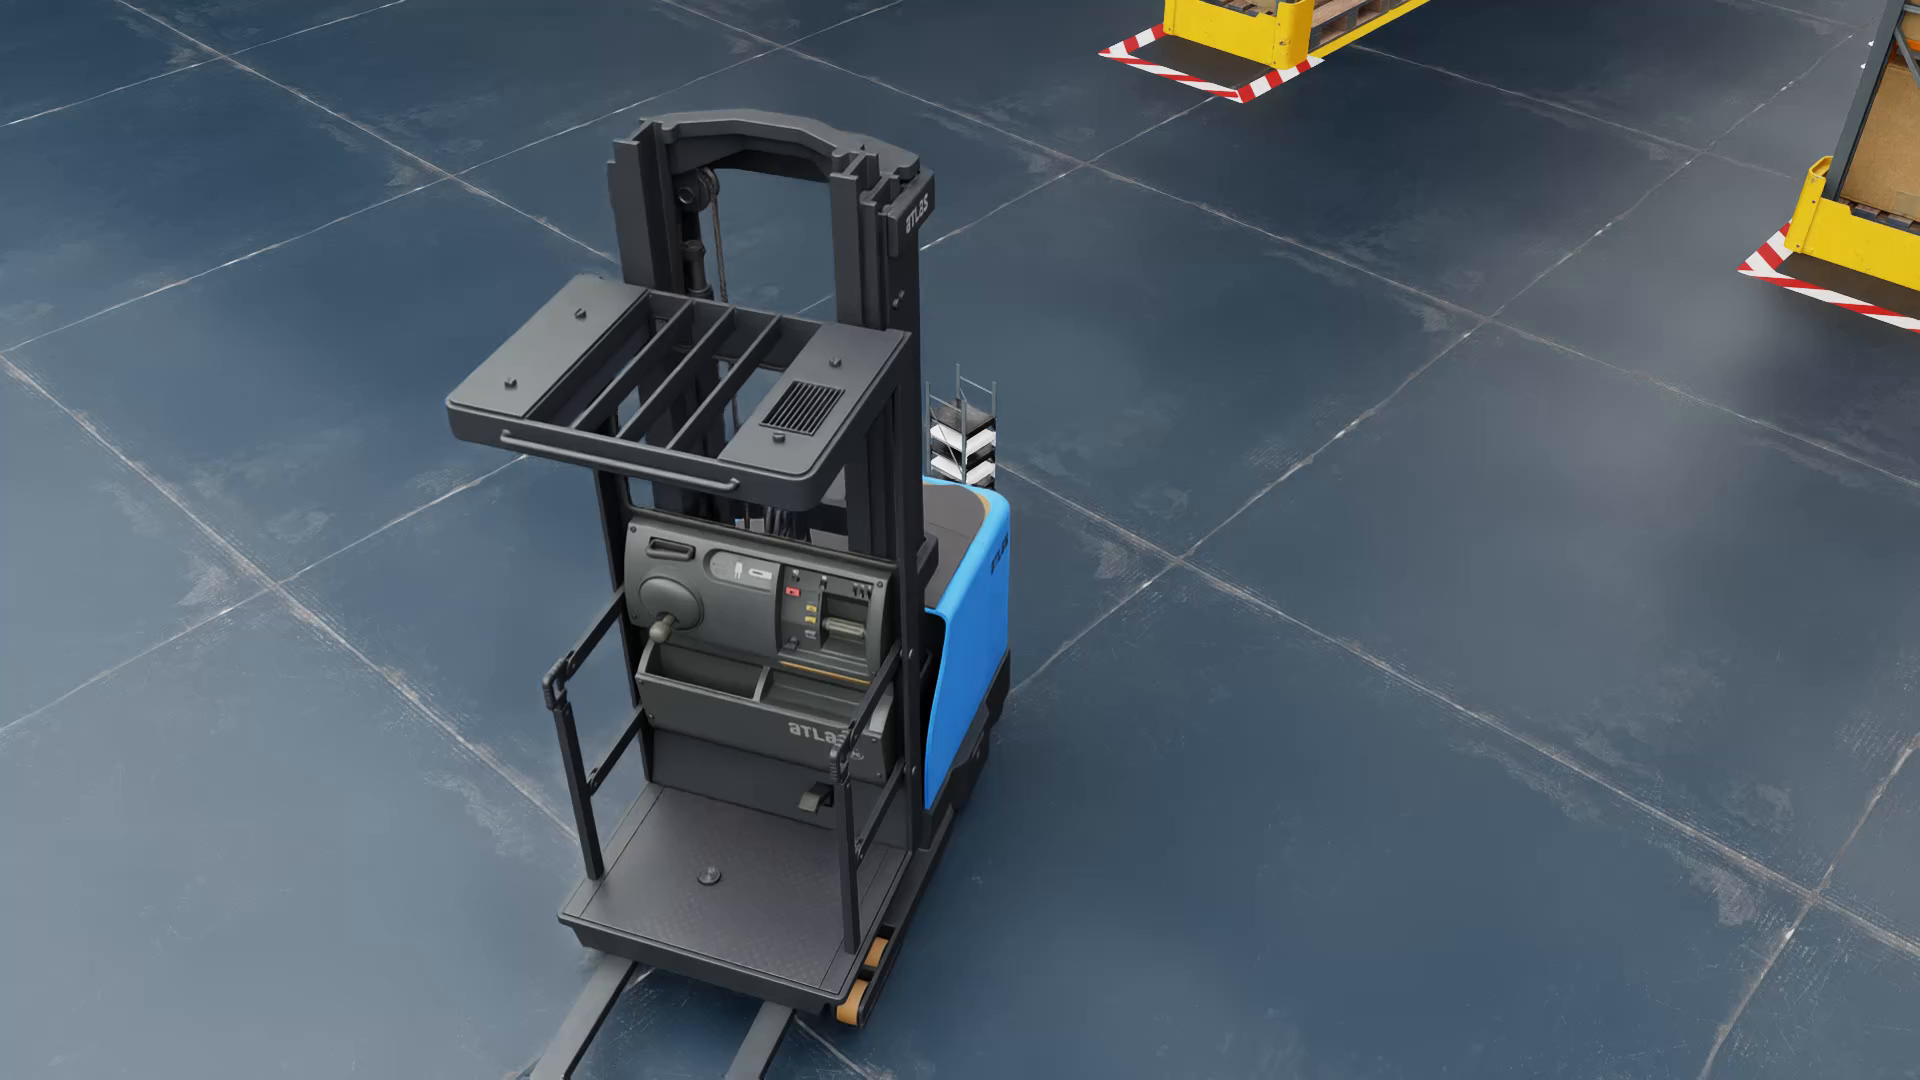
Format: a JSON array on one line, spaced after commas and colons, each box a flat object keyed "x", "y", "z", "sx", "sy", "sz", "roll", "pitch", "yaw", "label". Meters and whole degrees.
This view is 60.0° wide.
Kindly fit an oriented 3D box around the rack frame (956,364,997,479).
[{"x": 0.074, "y": -0.403, "z": 7.817, "sx": 0.240, "sy": 0.900, "sz": 0.006, "roll": 30, "pitch": 47, "yaw": 32, "label": "rack frame"}]

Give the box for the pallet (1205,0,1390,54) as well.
[{"x": 2.689, "y": -4.272, "z": 13.236, "sx": 1.003, "sy": 0.211, "sz": 1.213, "roll": 30, "pitch": 47, "yaw": 32, "label": "pallet"}]

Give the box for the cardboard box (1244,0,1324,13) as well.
[{"x": 2.497, "y": -4.435, "z": 12.872, "sx": 0.500, "sy": 0.500, "sz": 0.500, "roll": -25, "pitch": 45, "yaw": -28, "label": "cardboard box"}]

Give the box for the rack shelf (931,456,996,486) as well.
[{"x": 0.005, "y": -0.330, "z": 7.779, "sx": 0.258, "sy": 0.077, "sz": 0.200, "roll": 30, "pitch": 47, "yaw": 32, "label": "rack shelf"}]

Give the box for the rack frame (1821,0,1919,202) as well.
[{"x": 5.657, "y": -2.841, "z": 9.196, "sx": 1.000, "sy": 3.000, "sz": 0.127, "roll": 30, "pitch": 47, "yaw": 32, "label": "rack frame"}]

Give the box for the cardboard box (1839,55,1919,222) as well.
[{"x": 6.065, "y": -2.513, "z": 10.153, "sx": 0.875, "sy": 0.875, "sz": 0.875, "roll": 30, "pitch": 47, "yaw": 32, "label": "cardboard box"}]

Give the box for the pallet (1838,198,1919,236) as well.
[{"x": 6.138, "y": -2.149, "z": 10.567, "sx": 1.003, "sy": 0.211, "sz": 1.213, "roll": 30, "pitch": 47, "yaw": 32, "label": "pallet"}]

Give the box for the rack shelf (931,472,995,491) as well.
[{"x": 0.005, "y": -0.259, "z": 7.835, "sx": 0.258, "sy": 0.077, "sz": 0.200, "roll": 30, "pitch": 47, "yaw": 32, "label": "rack shelf"}]

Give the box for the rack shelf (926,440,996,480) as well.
[{"x": 0.005, "y": -0.400, "z": 7.723, "sx": 0.258, "sy": 0.077, "sz": 0.200, "roll": 30, "pitch": 47, "yaw": 32, "label": "rack shelf"}]

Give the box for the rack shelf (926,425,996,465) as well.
[{"x": 0.005, "y": -0.471, "z": 7.667, "sx": 0.258, "sy": 0.077, "sz": 0.200, "roll": 30, "pitch": 47, "yaw": 32, "label": "rack shelf"}]

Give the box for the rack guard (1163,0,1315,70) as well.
[{"x": 2.115, "y": -4.026, "z": 12.695, "sx": 1.175, "sy": 0.500, "sz": 0.348, "roll": 30, "pitch": 47, "yaw": 32, "label": "rack guard"}]

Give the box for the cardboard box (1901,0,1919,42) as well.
[{"x": 5.874, "y": -3.089, "z": 9.387, "sx": 0.875, "sy": 0.550, "sz": 0.550, "roll": 30, "pitch": 47, "yaw": 32, "label": "cardboard box"}]

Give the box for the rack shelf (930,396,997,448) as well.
[{"x": 0.005, "y": -0.541, "z": 7.611, "sx": 0.258, "sy": 0.077, "sz": 0.200, "roll": 30, "pitch": 47, "yaw": 32, "label": "rack shelf"}]

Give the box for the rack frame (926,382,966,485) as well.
[{"x": -0.063, "y": -0.309, "z": 7.699, "sx": 0.240, "sy": 0.900, "sz": 0.006, "roll": 30, "pitch": 47, "yaw": 32, "label": "rack frame"}]

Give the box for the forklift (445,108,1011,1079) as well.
[{"x": -0.749, "y": 0.276, "z": 5.332, "sx": 1.130, "sy": 2.935, "sz": 3.031, "roll": 12, "pitch": 40, "yaw": 15, "label": "forklift"}]

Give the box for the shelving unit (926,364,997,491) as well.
[{"x": 0.005, "y": -0.356, "z": 7.758, "sx": 0.258, "sy": 0.900, "sz": 0.210, "roll": 30, "pitch": 47, "yaw": 32, "label": "shelving unit"}]

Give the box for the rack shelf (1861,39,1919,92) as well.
[{"x": 7.006, "y": -3.478, "z": 10.575, "sx": 1.077, "sy": 0.370, "sz": 4.000, "roll": 30, "pitch": 47, "yaw": 32, "label": "rack shelf"}]

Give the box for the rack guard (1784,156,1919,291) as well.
[{"x": 5.640, "y": -1.851, "z": 9.960, "sx": 1.175, "sy": 0.500, "sz": 0.348, "roll": 30, "pitch": 47, "yaw": 32, "label": "rack guard"}]

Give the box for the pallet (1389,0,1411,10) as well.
[{"x": 3.512, "y": -4.829, "z": 13.937, "sx": 1.003, "sy": 0.211, "sz": 1.213, "roll": 30, "pitch": 47, "yaw": 32, "label": "pallet"}]

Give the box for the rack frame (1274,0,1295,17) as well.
[{"x": 2.064, "y": -4.970, "z": 11.873, "sx": 1.000, "sy": 3.000, "sz": 0.127, "roll": 30, "pitch": 47, "yaw": 32, "label": "rack frame"}]
